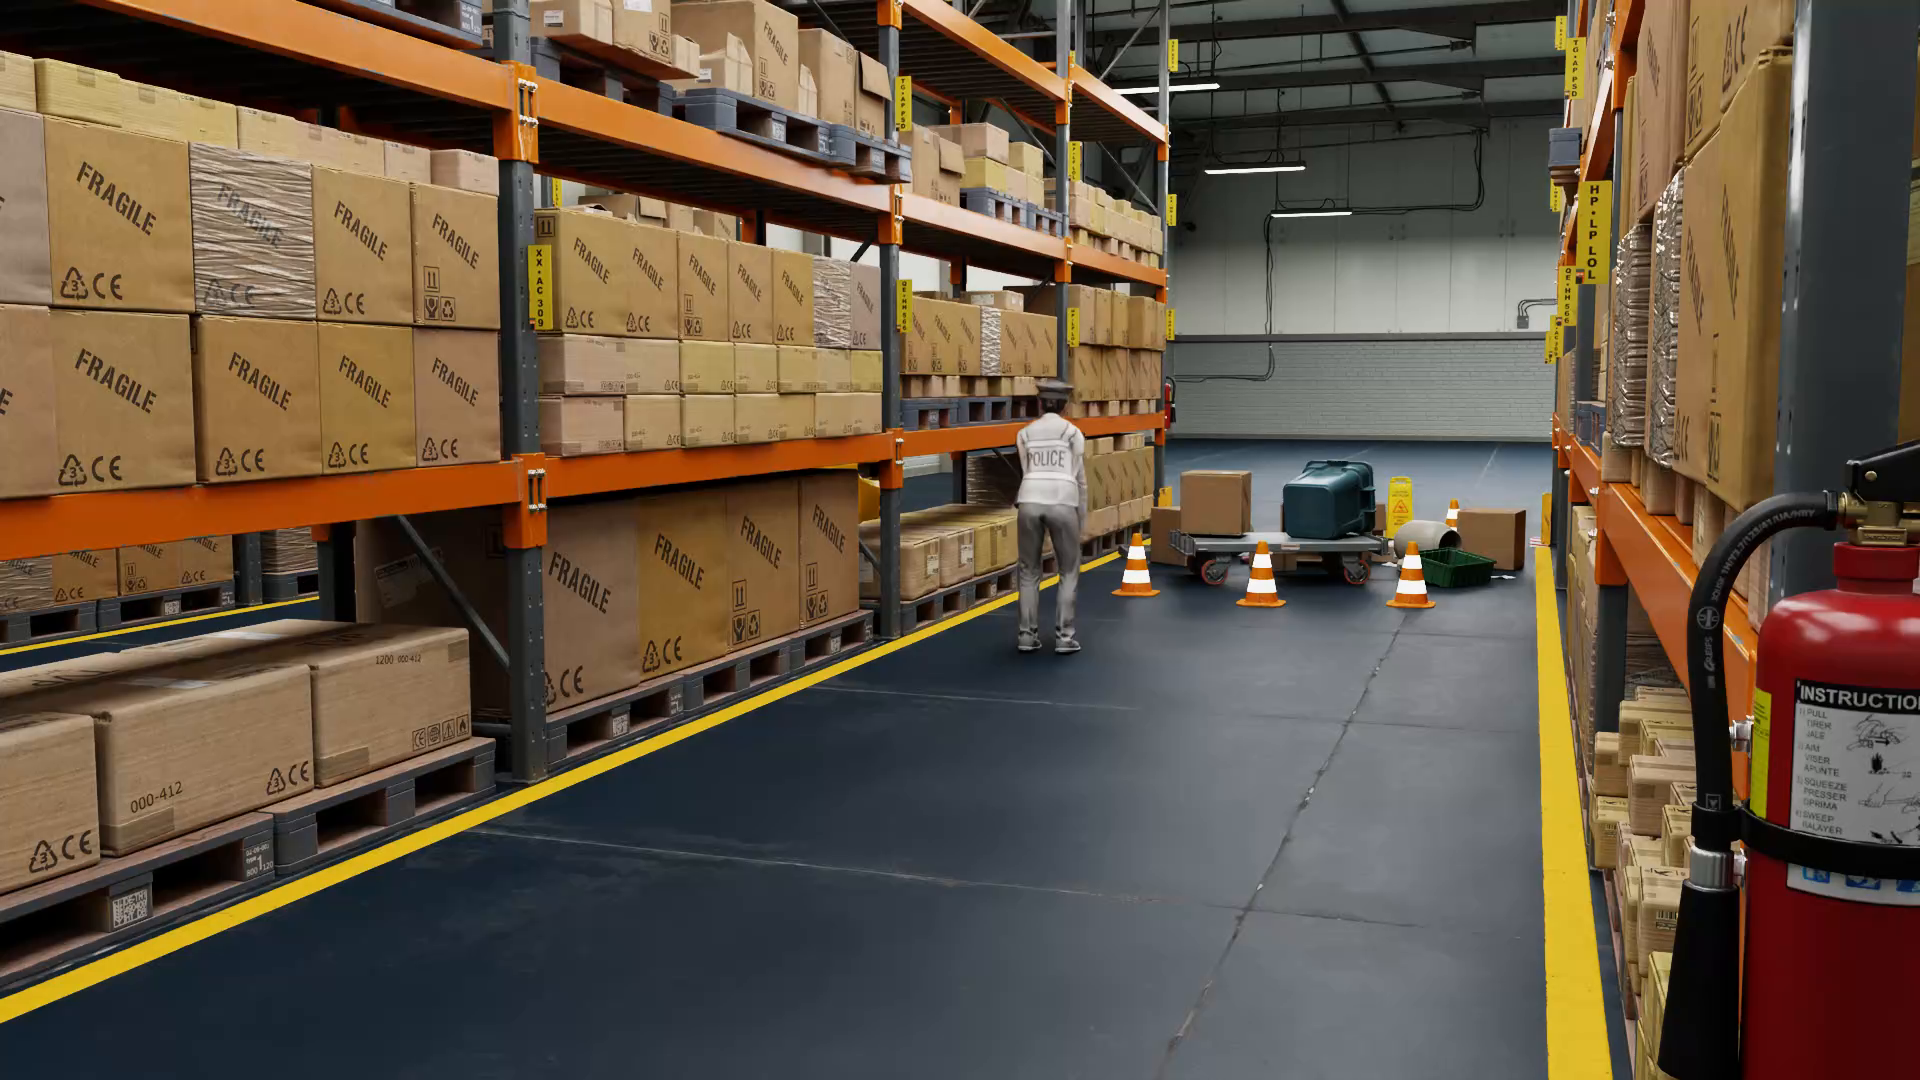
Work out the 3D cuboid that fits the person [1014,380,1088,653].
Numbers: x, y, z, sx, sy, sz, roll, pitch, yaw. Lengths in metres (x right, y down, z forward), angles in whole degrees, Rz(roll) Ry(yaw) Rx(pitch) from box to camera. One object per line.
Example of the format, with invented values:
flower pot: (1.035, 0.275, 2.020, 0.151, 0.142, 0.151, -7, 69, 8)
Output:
person: (0.544, -0.144, 10.026, 0.411, 1.630, 0.560, 2, 6, 18)
